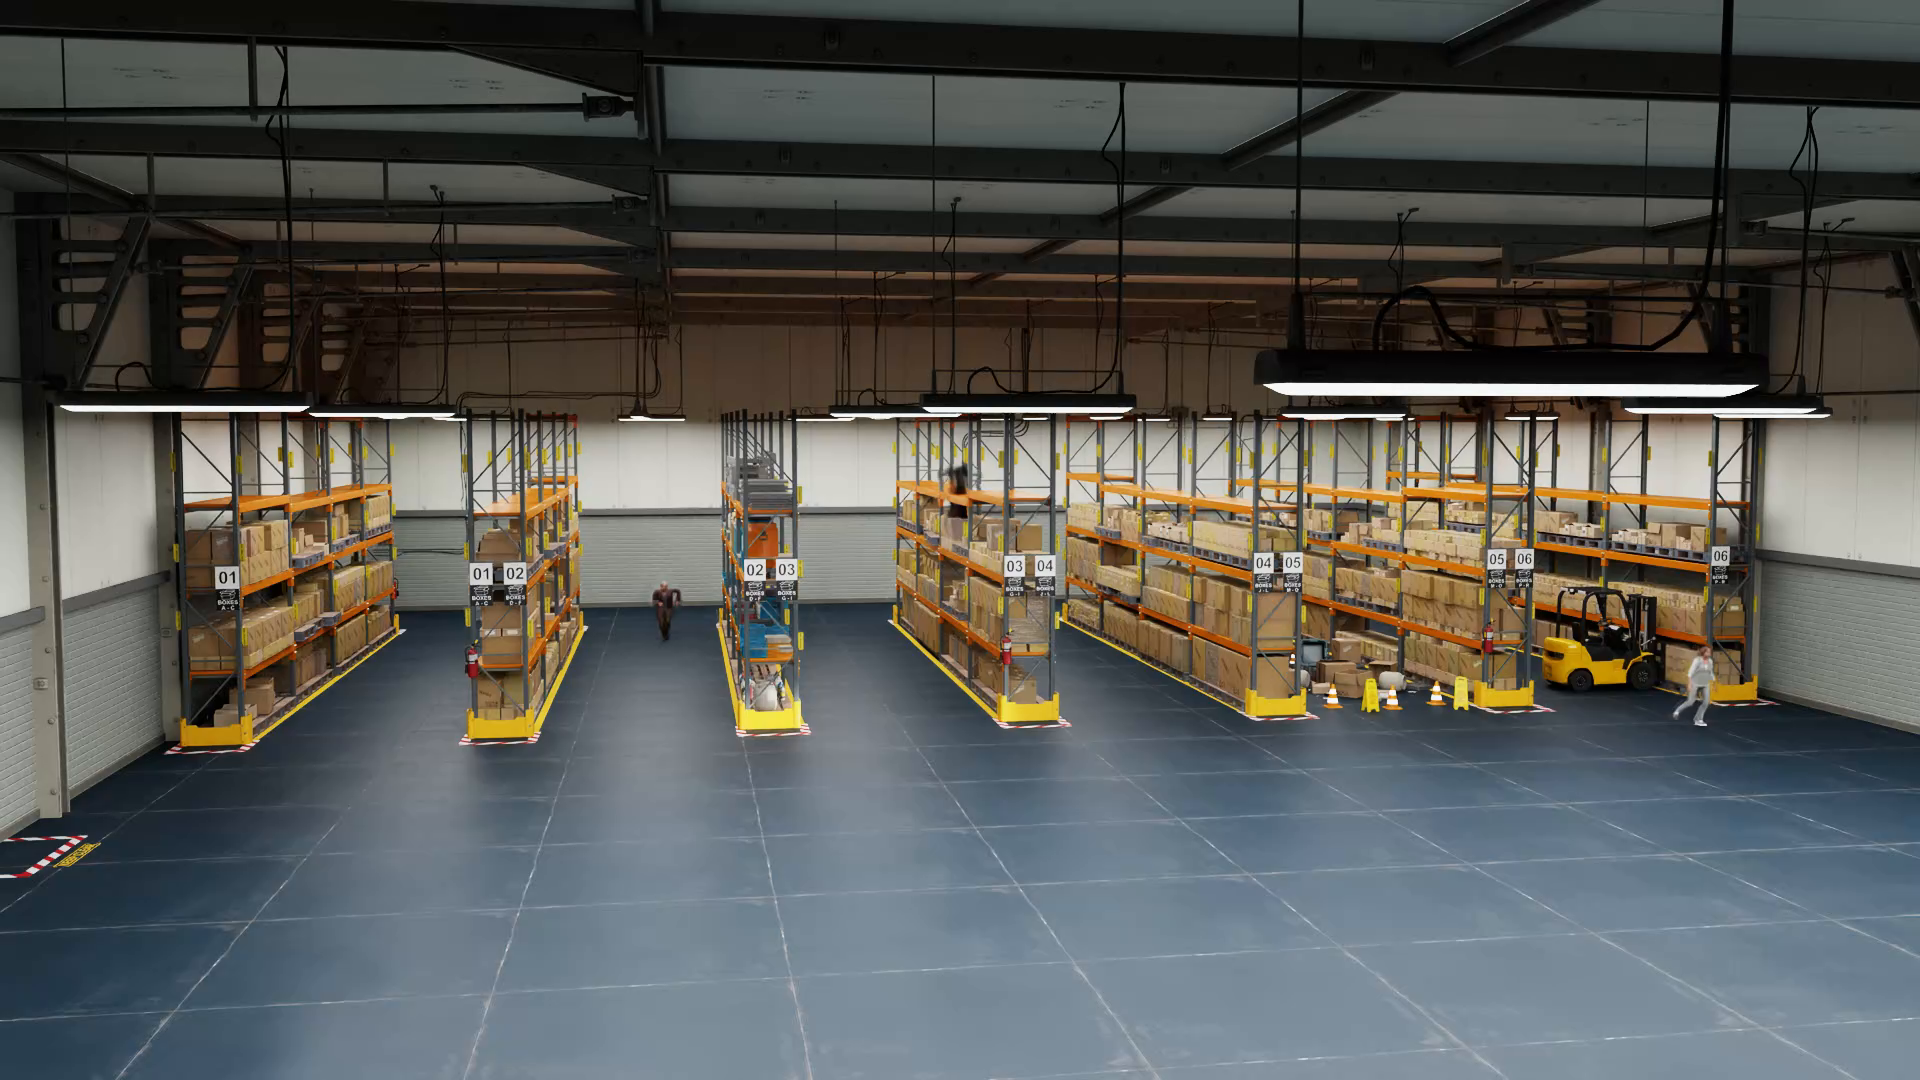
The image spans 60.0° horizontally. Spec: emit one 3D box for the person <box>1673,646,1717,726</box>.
[{"bbox_3d":[13.974,2.747,31.603,0.633,1.533,0.611,-1,4,-8],"label":"person"}]

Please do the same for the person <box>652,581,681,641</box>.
[{"bbox_3d":[-7.688,1.871,43.562,0.723,1.626,0.963,-1,4,-8],"label":"person"}]
